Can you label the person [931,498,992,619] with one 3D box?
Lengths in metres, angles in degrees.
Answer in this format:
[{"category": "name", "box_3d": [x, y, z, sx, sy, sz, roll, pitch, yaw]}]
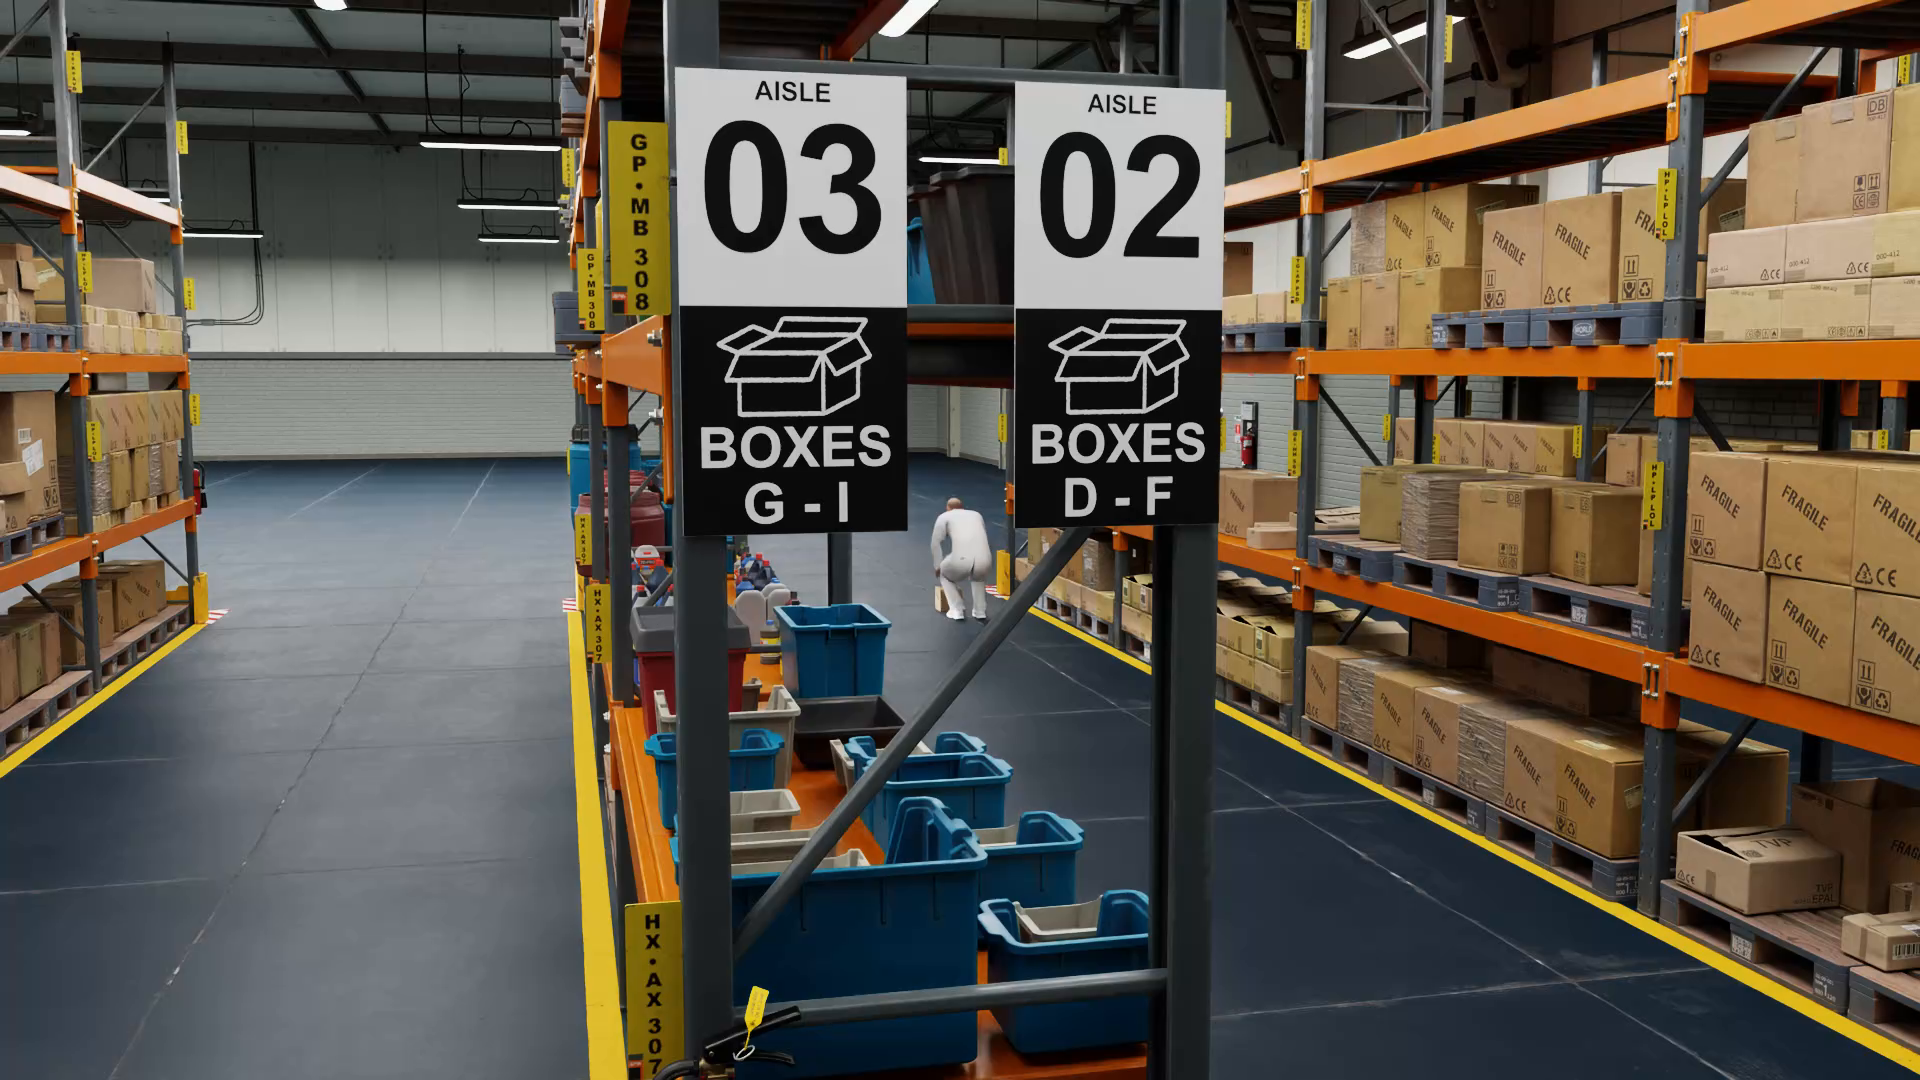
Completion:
[{"category": "person", "box_3d": [0.027, 0.207, 17.919, 0.634, 1.256, 0.793, -1, 6, -14]}]
